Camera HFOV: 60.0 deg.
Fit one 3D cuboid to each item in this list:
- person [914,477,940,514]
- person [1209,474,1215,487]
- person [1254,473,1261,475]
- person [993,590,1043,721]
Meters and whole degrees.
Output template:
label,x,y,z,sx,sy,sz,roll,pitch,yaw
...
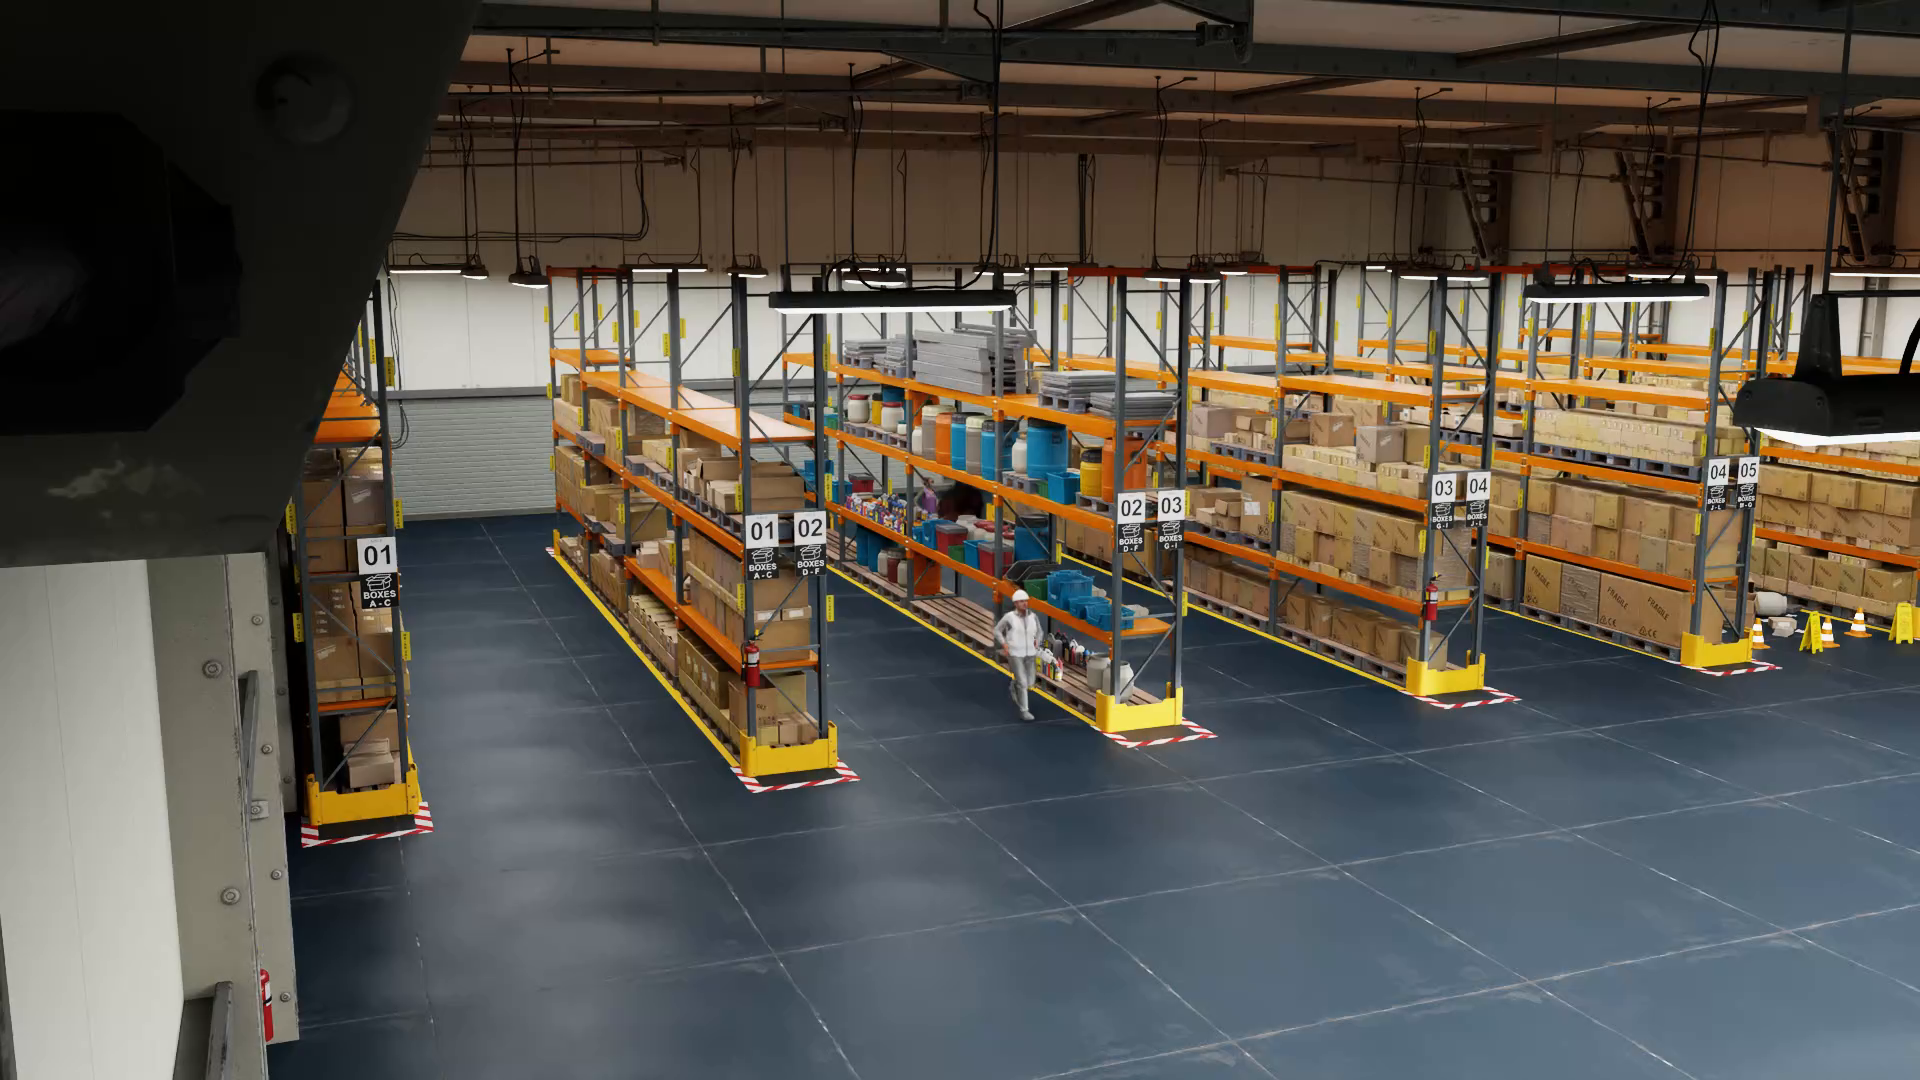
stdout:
label,x,y,z,sx,sy,sz,roll,pitch,yaw
person,-0.638,-0.506,35.288,0.524,1.468,0.559,-7,12,-34
person,6.273,-1.706,41.598,0.766,1.659,0.575,5,11,27
person,6.237,-0.545,34.674,0.674,1.822,0.730,-4,11,-22
person,0.813,1.547,22.728,0.682,1.758,0.863,-4,11,-24
